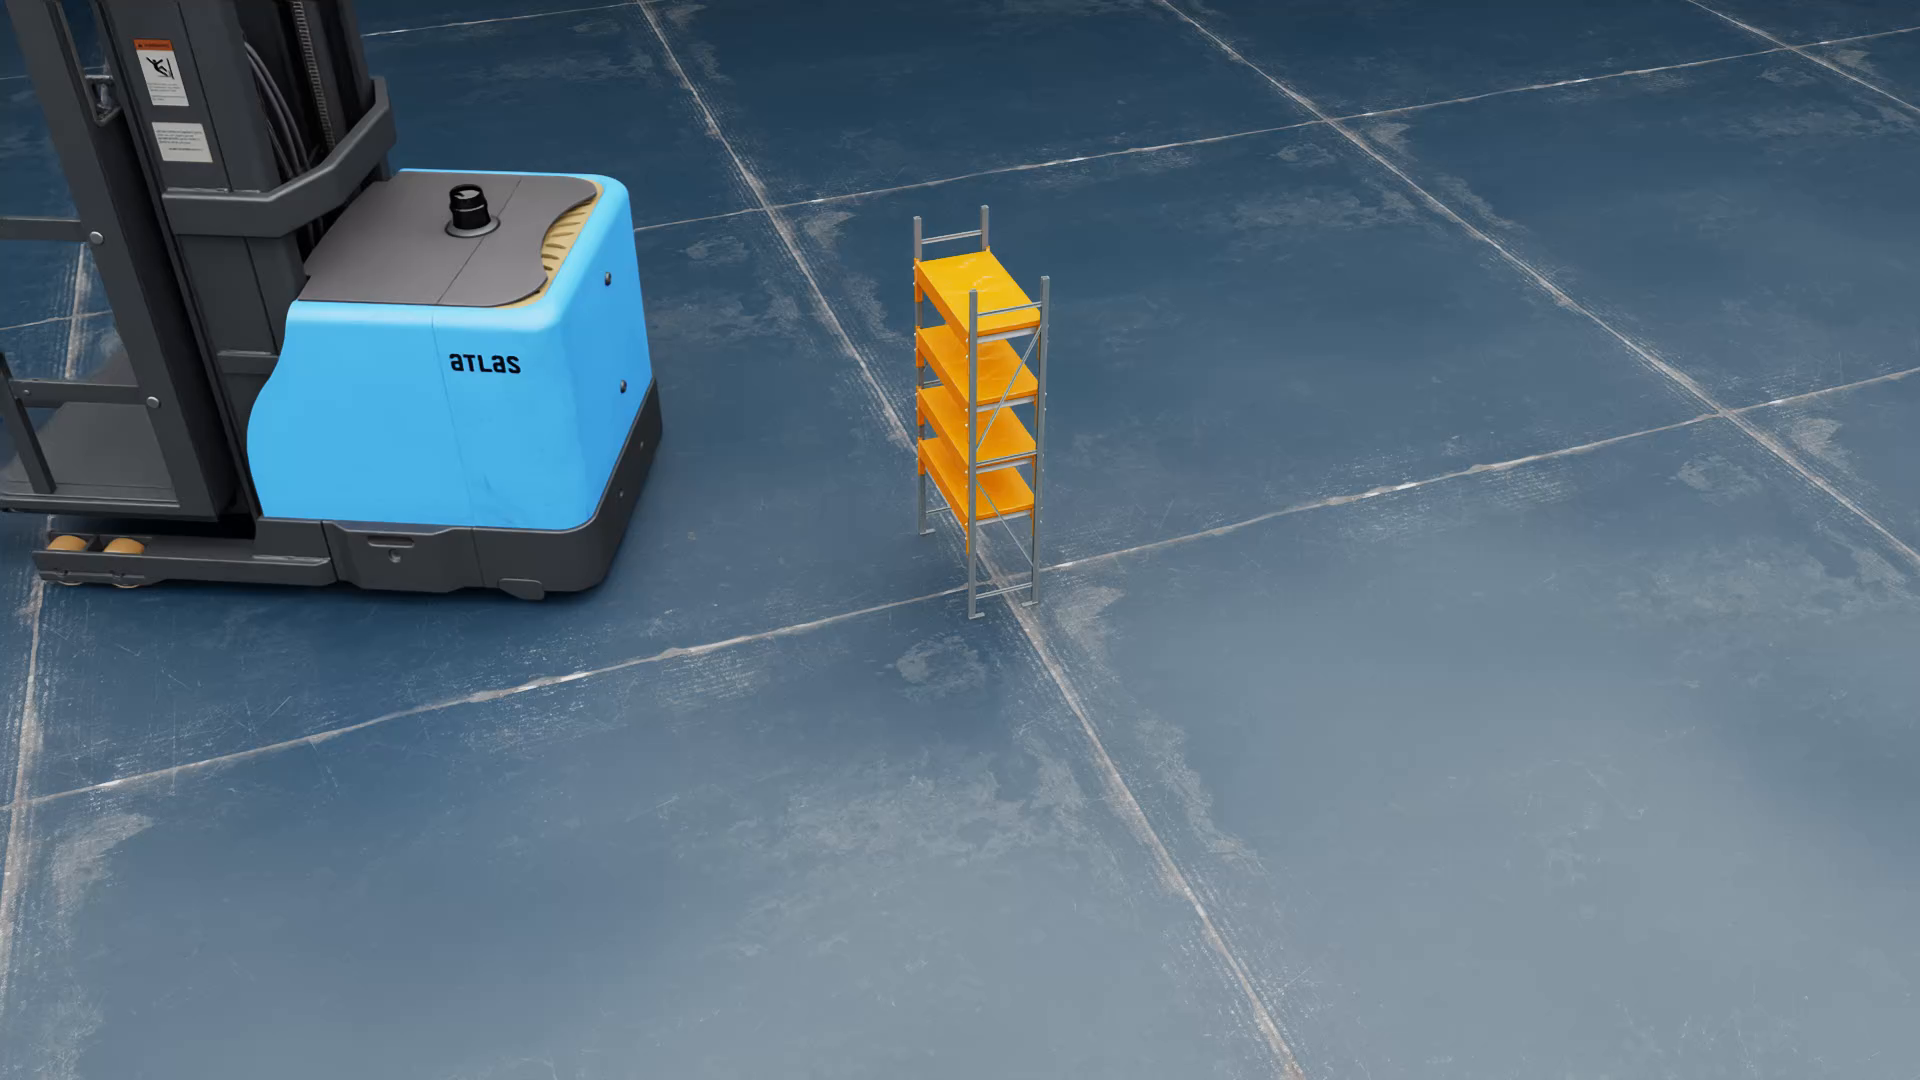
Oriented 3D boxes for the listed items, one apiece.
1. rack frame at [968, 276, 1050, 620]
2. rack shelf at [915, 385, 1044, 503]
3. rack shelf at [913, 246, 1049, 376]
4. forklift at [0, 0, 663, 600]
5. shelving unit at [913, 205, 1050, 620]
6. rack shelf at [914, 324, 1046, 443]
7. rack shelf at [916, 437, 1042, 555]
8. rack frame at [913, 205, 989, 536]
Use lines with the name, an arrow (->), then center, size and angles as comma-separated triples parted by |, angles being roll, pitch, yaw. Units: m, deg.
rack frame -> 0.141, -0.248, 5.082 | 0.240, 1.200, 0.015 | -12, 39, -16
rack shelf -> 0.057, -0.332, 5.305 | 0.258, 0.148, 0.480 | -12, 39, -16
rack shelf -> 0.057, -0.700, 5.028 | 0.258, 0.148, 0.480 | -12, 39, -16
forklift -> -2.643, -1.324, 5.072 | 3.031, 2.935, 1.130 | 3, 37, 4
shelving unit -> 0.057, -0.386, 5.265 | 0.258, 1.200, 0.503 | -12, 39, -16
rack shelf -> 0.057, -0.511, 5.171 | 0.258, 0.148, 0.480 | -12, 39, -16
rack shelf -> 0.057, -0.173, 5.425 | 0.258, 0.148, 0.480 | -12, 39, -16
rack frame -> -0.027, -0.524, 5.448 | 0.240, 1.200, 0.015 | -12, 39, -16
